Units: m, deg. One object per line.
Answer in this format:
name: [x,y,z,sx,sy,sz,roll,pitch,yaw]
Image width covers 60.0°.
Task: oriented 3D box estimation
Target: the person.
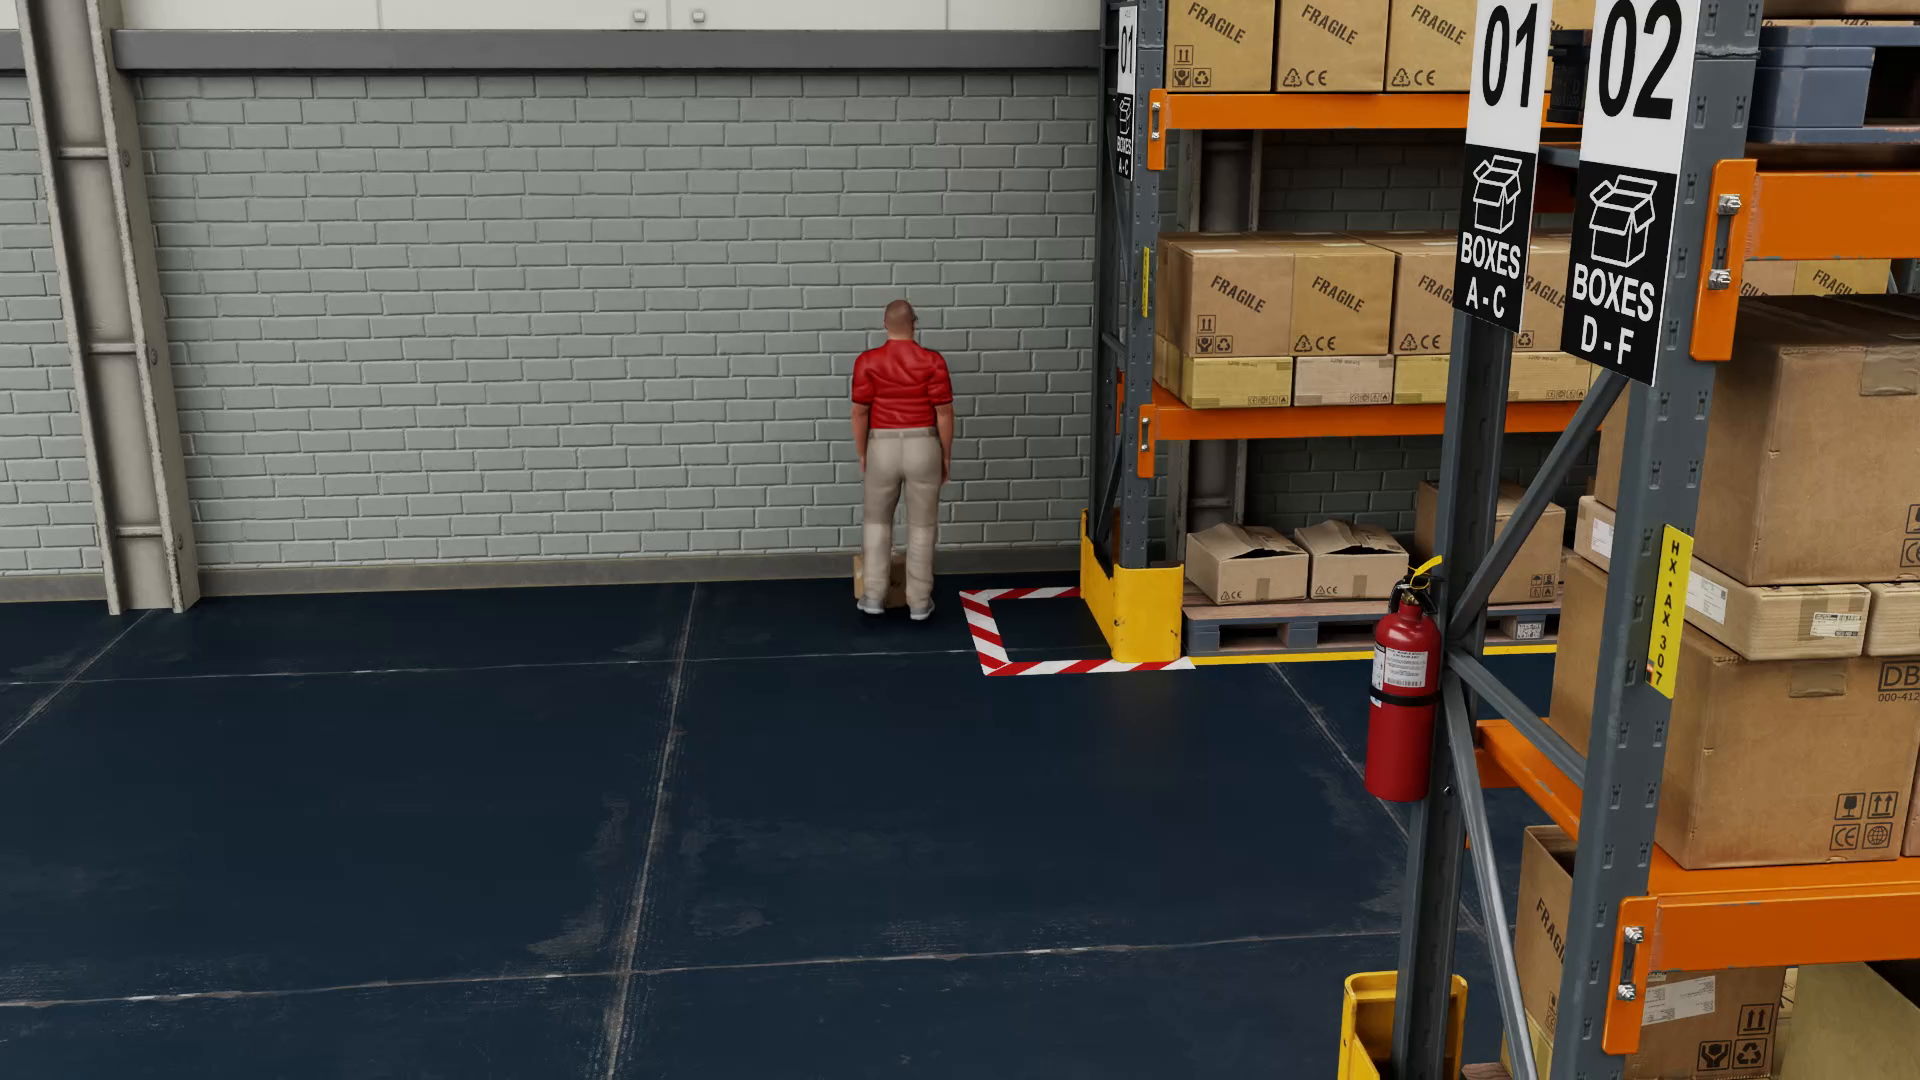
person: [-0.307,-0.429,8.956,0.552,1.717,0.424,0,17,1]
